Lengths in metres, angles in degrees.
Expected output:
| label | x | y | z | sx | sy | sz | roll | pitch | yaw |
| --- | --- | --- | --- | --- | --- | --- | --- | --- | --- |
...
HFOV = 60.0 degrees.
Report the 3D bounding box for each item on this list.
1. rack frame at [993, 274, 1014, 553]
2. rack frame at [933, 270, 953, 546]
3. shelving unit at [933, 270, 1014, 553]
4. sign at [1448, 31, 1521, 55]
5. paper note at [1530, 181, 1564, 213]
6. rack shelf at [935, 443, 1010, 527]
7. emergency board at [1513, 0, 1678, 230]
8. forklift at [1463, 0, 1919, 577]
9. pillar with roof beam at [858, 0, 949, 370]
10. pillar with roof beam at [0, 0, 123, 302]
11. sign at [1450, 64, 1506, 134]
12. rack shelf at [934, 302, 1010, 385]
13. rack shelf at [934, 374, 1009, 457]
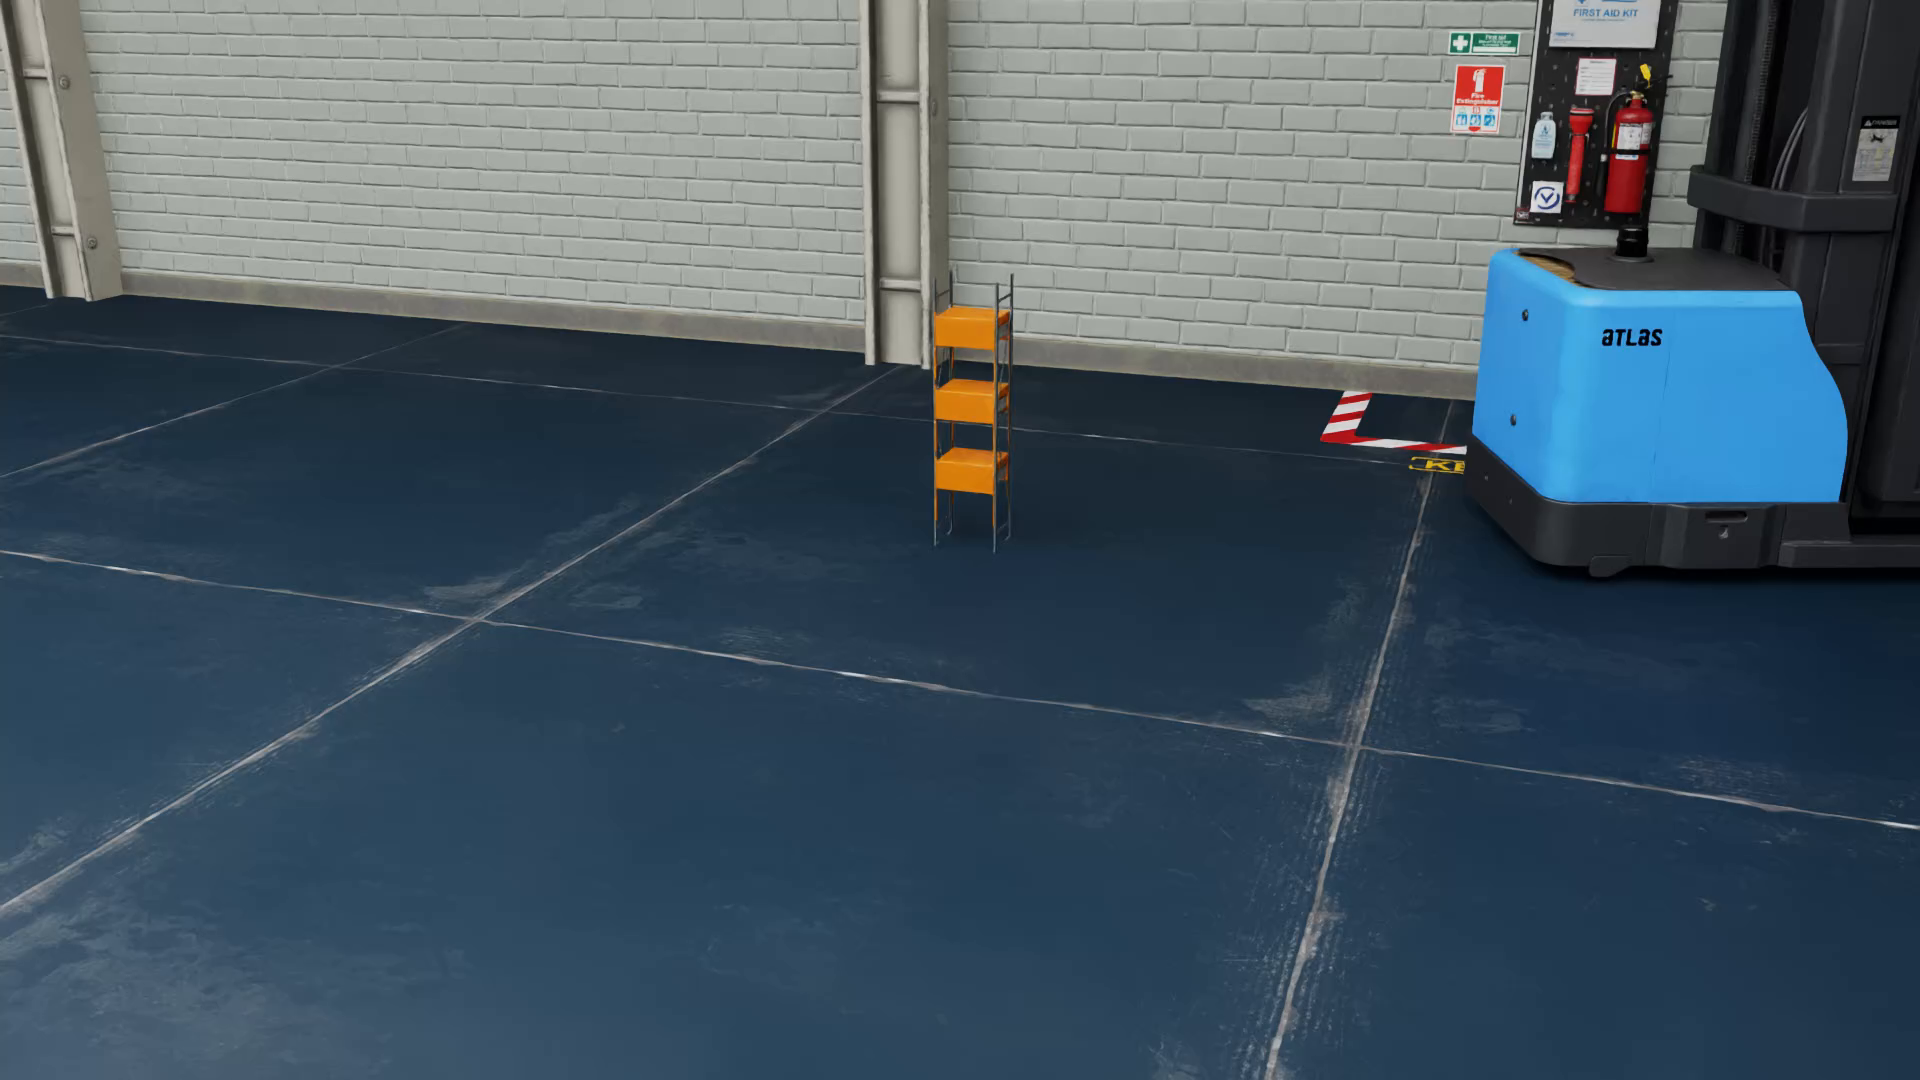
| label | x | y | z | sx | sy | sz | roll | pitch | yaw |
| --- | --- | --- | --- | --- | --- | --- | --- | --- | --- |
| rack frame | 0.166 | -0.477 | 6.349 | 0.008 | 1.050 | 0.200 | 7 | 20 | 18 |
| rack frame | -0.065 | -0.503 | 6.425 | 0.008 | 1.050 | 0.200 | 7 | 20 | 18 |
| shelving unit | 0.051 | -0.490 | 6.387 | 0.252 | 1.050 | 0.215 | 7 | 20 | 18 |
| sign | 2.558 | -2.425 | 8.118 | 0.331 | 0.109 | 0.001 | 7 | 20 | 18 |
| paper note | 2.900 | -1.694 | 8.218 | 0.142 | 0.148 | 0.016 | 7 | 20 | 18 |
| rack shelf | 0.051 | -0.218 | 6.482 | 0.240 | 0.259 | 0.215 | 7 | 20 | 18 |
| emergency board | 3.045 | -2.070 | 7.957 | 0.643 | 1.169 | 0.194 | 7 | 20 | 18 |
| forklift | 3.630 | -1.397 | 6.131 | 3.031 | 2.935 | 1.130 | 0 | 19 | -1 |
| pillar with roof beam | -1.714 | -3.933 | 4.189 | 0.400 | 9.000 | 9.100 | 7 | 20 | 18 |
| pillar with roof beam | -7.381 | -4.581 | 6.048 | 0.400 | 9.000 | 9.100 | 7 | 20 | 18 |
| sign | 2.556 | -2.178 | 8.214 | 0.234 | 0.329 | 0.001 | 7 | 20 | 18 |
| rack shelf | 0.051 | -0.748 | 6.297 | 0.240 | 0.259 | 0.215 | 7 | 20 | 18 |
| rack shelf | 0.051 | -0.480 | 6.390 | 0.240 | 0.259 | 0.215 | 7 | 20 | 18 |
